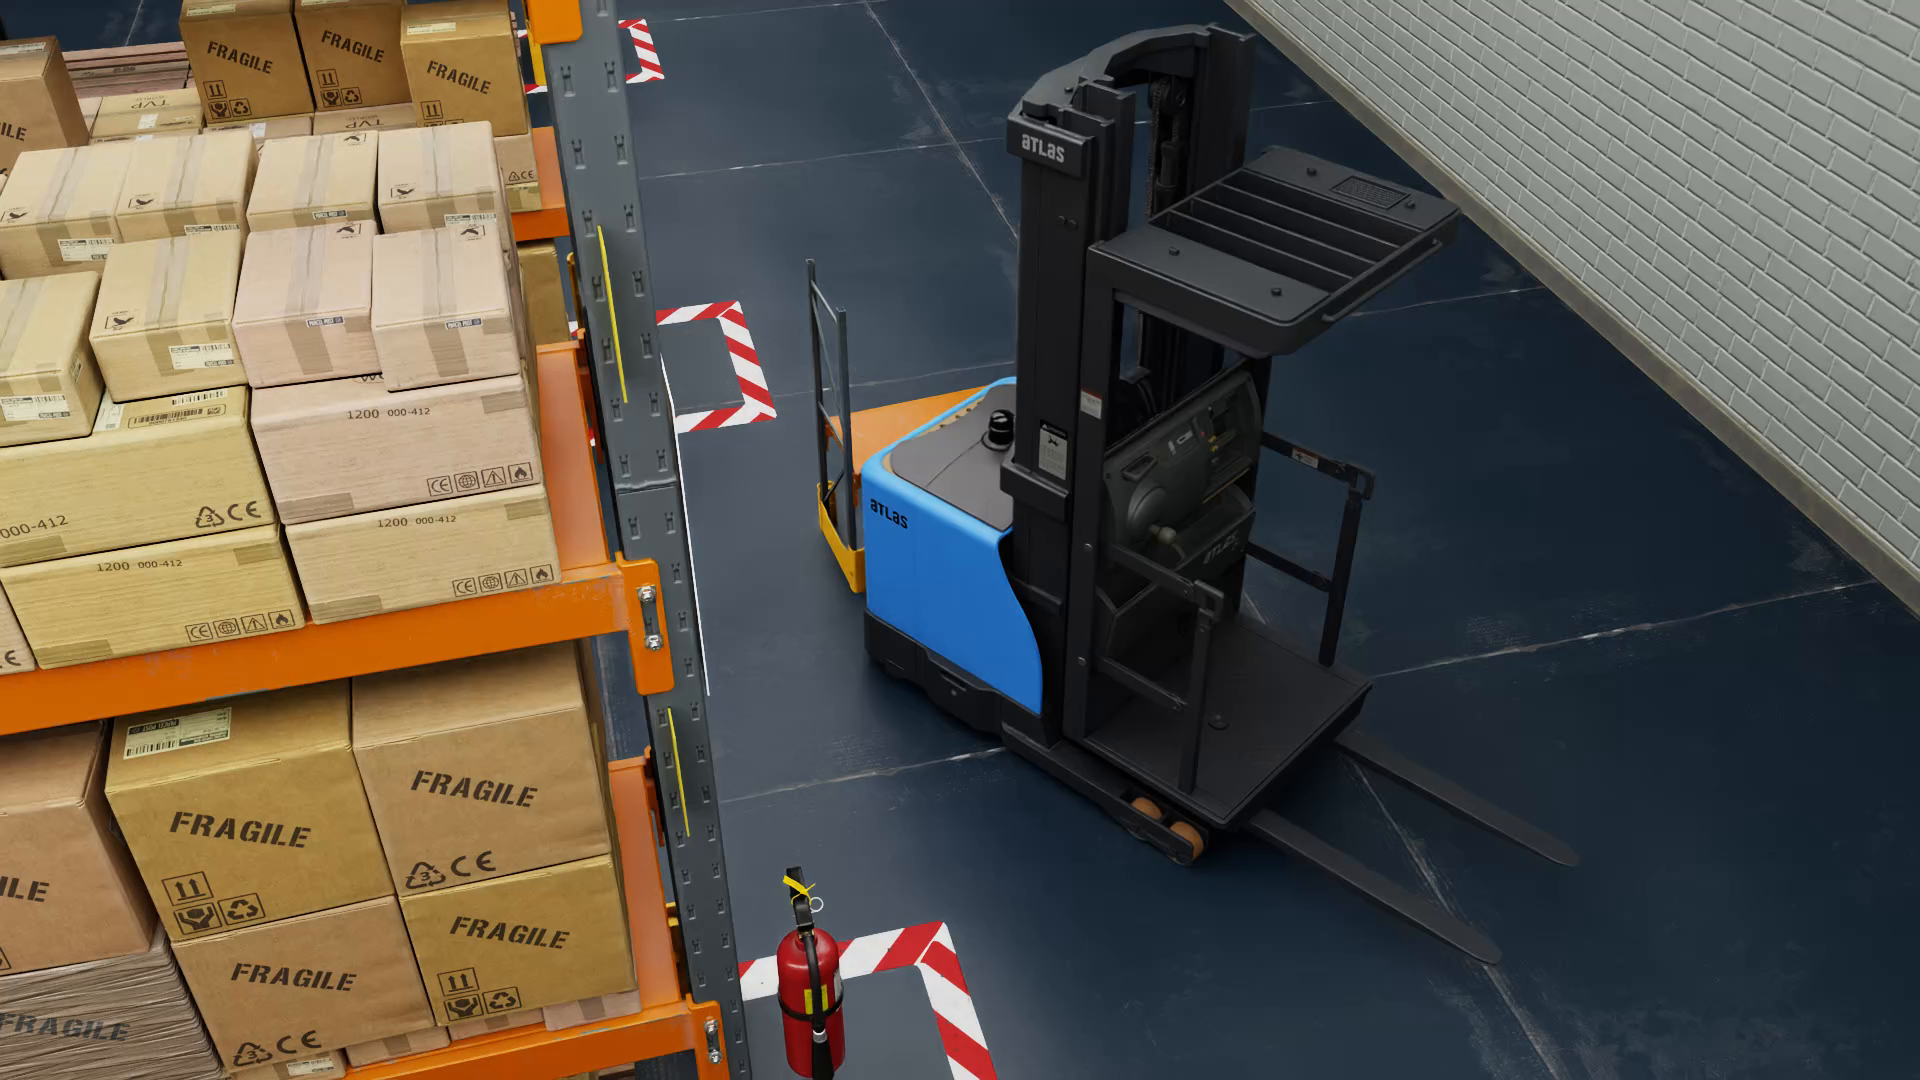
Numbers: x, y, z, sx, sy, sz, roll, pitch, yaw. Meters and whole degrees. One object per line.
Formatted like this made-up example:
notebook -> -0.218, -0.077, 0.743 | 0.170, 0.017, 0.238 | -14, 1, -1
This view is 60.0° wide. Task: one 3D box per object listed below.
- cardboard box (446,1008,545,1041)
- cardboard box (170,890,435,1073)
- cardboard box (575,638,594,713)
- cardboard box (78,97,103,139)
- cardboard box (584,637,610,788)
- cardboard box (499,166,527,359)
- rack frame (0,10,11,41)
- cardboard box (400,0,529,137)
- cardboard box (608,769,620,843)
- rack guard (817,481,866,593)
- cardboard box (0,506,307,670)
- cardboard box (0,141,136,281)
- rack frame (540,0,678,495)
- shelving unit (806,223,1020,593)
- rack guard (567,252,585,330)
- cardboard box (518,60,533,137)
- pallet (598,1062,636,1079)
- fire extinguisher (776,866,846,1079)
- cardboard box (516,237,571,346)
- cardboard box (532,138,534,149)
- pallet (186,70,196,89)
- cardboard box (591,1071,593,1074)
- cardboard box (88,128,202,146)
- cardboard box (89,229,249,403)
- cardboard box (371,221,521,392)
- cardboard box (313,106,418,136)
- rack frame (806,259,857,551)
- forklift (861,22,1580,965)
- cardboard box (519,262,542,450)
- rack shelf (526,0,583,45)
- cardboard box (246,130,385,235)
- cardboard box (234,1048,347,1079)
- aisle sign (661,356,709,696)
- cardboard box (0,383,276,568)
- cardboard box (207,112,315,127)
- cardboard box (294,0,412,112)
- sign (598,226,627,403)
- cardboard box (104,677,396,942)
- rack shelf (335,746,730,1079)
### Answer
cardboard box -> -1.266, 1.130, 4.490 | 0.250, 0.149, 0.380 | -9, 38, -12
cardboard box -> -1.640, 0.939, 4.206 | 0.500, 0.500, 0.500 | -10, 39, -13
cardboard box -> -1.278, 0.156, 4.406 | 0.500, 0.500, 0.500 | -10, 38, -12
cardboard box -> -4.483, -1.943, 8.179 | 0.500, 0.250, 0.500 | -9, 38, -11
cardboard box -> -1.280, 0.547, 4.718 | 0.500, 0.500, 0.500 | -8, 38, -10
cardboard box -> -1.276, -0.616, 3.809 | 0.500, 0.250, 0.500 | -9, 38, -11
rack frame -> -7.123, -4.401, 11.514 | 0.127, 3.000, 1.000 | -9, 38, -12
cardboard box -> -2.372, -2.255, 7.969 | 0.500, 0.500, 0.500 | -9, 38, -11
cardboard box -> -1.173, 0.755, 4.981 | 0.250, 0.149, 0.380 | -10, 38, -12
rack guard -> -0.566, -0.019, 8.048 | 0.087, 0.250, 0.587 | -13, 39, -16
cardboard box -> -1.636, -0.024, 3.446 | 0.500, 0.250, 0.500 | -9, 38, -12
cardboard box -> -1.914, -0.707, 3.600 | 0.250, 0.149, 0.380 | -9, 38, -11
rack frame -> -0.775, -1.587, 2.897 | 0.127, 3.000, 1.000 | -9, 38, -12
shelving unit -> -0.100, -0.621, 7.807 | 1.083, 1.500, 0.587 | -13, 39, -16
rack guard -> -1.947, -1.140, 9.309 | 0.348, 0.500, 1.175 | -9, 38, -12
cardboard box -> -2.504, -2.270, 8.607 | 0.500, 0.250, 0.500 | -10, 39, -13
pallet -> -1.642, 2.023, 5.411 | 1.213, 0.211, 1.003 | -9, 38, -12
fire extinguisher -> -0.411, 1.206, 4.555 | 0.183, 0.674, 0.296 | -9, 38, -12
cardboard box -> -2.568, -1.304, 8.868 | 0.875, 0.875, 0.875 | -9, 38, -12
cardboard box -> -2.399, -2.167, 8.800 | 0.250, 0.149, 0.380 | -9, 38, -11
pallet -> -5.244, -3.628, 12.799 | 1.213, 0.211, 1.003 | -9, 38, -12
cardboard box -> -1.348, 1.576, 5.457 | 0.250, 0.149, 0.380 | -8, 38, -10
cardboard box -> -3.852, -1.710, 7.874 | 0.500, 0.250, 0.500 | -9, 38, -12
cardboard box -> -1.530, -0.445, 3.257 | 0.250, 0.149, 0.380 | -10, 39, -13
cardboard box -> -1.019, -0.468, 3.287 | 0.250, 0.149, 0.380 | -10, 38, -12
cardboard box -> -2.859, -1.876, 8.091 | 0.500, 0.250, 0.500 | -10, 39, -13
rack frame -> -0.584, -0.511, 7.663 | 0.032, 1.500, 0.500 | -13, 39, -16
forklift -> 1.003, -0.249, 6.142 | 3.031, 2.935, 1.130 | 29, 46, 32
cardboard box -> -1.275, -0.415, 3.957 | 0.500, 0.250, 0.500 | -8, 38, -10
rack shelf -> -2.706, -0.983, 2.703 | 4.000, 0.370, 1.077 | -9, 38, -12
cardboard box -> -1.398, -0.745, 3.650 | 0.250, 0.149, 0.380 | -8, 38, -10
cardboard box -> -1.744, 1.233, 4.355 | 0.250, 0.149, 0.380 | -8, 38, -11
aisle sign -> -0.626, -0.072, 3.715 | 0.004, 0.787, 0.394 | -9, 38, -12
cardboard box -> -1.647, -0.231, 3.305 | 0.500, 0.250, 0.500 | -10, 39, -13
cardboard box -> -3.490, -2.107, 8.393 | 0.500, 0.250, 0.500 | -11, 39, -13
cardboard box -> -2.987, -2.489, 8.276 | 0.500, 0.500, 0.500 | -10, 39, -13
sign -> -0.650, -0.418, 3.110 | 0.005, 0.325, 0.100 | -9, 38, -12
cardboard box -> -1.641, 0.540, 3.905 | 0.500, 0.500, 0.500 | -11, 39, -13
rack shelf -> -2.706, 1.398, 4.525 | 4.000, 0.370, 1.077 | -9, 38, -12
